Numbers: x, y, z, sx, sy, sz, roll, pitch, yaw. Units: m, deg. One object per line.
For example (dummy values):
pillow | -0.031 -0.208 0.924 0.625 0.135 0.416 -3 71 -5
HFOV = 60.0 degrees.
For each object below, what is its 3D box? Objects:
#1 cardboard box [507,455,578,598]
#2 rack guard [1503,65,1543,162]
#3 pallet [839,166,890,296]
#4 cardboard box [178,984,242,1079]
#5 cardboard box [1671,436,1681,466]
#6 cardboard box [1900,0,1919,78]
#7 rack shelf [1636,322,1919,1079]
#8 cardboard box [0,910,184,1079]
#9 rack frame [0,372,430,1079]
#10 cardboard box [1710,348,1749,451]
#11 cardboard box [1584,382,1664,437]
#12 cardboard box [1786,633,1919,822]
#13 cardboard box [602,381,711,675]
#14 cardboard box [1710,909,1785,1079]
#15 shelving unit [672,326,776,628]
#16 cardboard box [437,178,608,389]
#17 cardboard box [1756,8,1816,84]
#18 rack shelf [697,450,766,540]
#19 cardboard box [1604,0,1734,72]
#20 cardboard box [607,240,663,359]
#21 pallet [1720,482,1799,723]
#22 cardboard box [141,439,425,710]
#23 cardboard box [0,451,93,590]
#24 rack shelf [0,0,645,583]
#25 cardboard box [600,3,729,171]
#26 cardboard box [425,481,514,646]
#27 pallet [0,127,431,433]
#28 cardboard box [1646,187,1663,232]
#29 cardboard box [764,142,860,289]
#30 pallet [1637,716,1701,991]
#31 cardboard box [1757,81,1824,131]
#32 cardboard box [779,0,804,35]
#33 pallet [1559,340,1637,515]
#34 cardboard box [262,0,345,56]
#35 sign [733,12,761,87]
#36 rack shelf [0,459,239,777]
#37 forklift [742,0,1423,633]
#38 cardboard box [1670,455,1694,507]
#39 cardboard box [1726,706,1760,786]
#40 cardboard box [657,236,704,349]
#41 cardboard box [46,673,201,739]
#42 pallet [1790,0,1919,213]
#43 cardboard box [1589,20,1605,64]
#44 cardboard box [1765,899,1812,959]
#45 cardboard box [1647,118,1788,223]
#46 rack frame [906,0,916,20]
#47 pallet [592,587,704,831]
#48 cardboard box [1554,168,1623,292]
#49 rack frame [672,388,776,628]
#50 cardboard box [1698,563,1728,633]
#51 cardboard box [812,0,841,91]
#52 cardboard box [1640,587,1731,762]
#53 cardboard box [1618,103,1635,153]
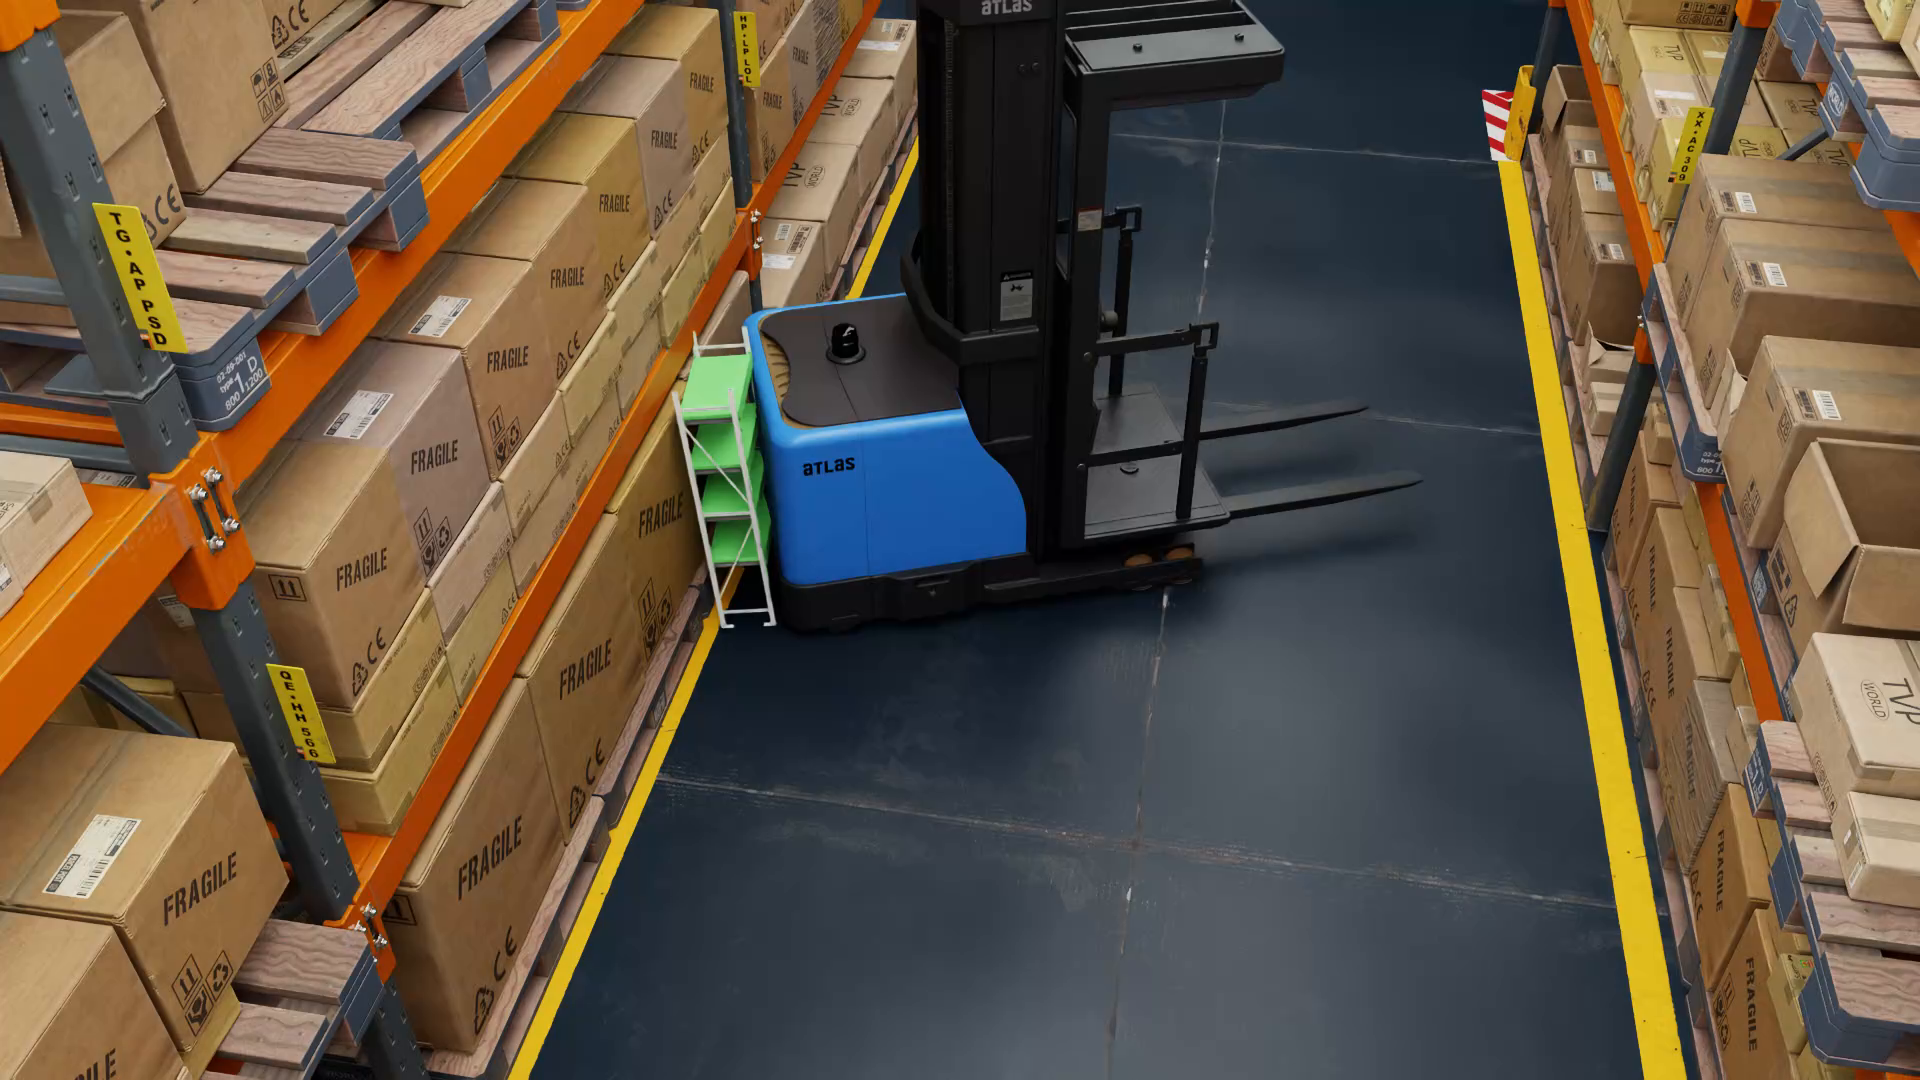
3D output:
cardboard box | -1.636 -0.088 5.620 0.500 0.250 0.500 8 40 9
rack guard | 4.124 -2.678 10.597 1.175 0.500 0.348 6 40 8
pallet | -1.027 -1.886 9.865 1.003 0.211 1.213 6 40 8
cardboard box | -1.937 1.129 3.898 0.380 0.149 0.250 7 40 8
cardboard box | 3.123 -0.378 6.743 0.380 0.149 0.250 5 40 6
cardboard box | 2.761 -1.328 4.437 0.380 0.149 0.250 7 40 9
rack shelf | 3.099 0.353 5.533 1.077 0.370 4.000 6 40 8
cardboard box | -2.020 1.113 3.408 0.500 0.500 0.500 6 40 7
rack frame | -2.137 0.786 4.445 1.000 3.000 0.127 6 40 8
cardboard box | 2.827 -0.460 5.728 0.396 0.266 0.258 8 40 10
cardboard box | 3.252 -0.624 8.059 0.380 0.149 0.250 5 40 6
cardboard box | 2.617 0.529 4.544 0.500 0.250 0.500 5 40 6
cardboard box | -1.621 -0.101 6.856 0.875 0.875 0.875 7 40 9
cardboard box | 2.711 1.531 5.177 0.500 0.500 0.500 6 40 7
shelving unit | -0.962 -0.252 7.075 0.258 1.200 0.503 -3 37 3
cardboard box | -1.539 -0.872 5.587 0.500 0.500 0.500 7 40 8
cardboard box | 3.965 -2.430 7.631 0.500 0.500 0.500 5 40 6
rack shelf | -0.957 -0.201 7.113 0.258 0.148 0.480 -3 37 3
cardboard box | 3.554 -2.533 8.344 0.500 0.250 0.500 5 40 7
cardboard box | -1.444 -0.915 6.228 0.500 0.250 0.500 7 40 9
pallet | 3.085 0.184 5.324 1.003 0.211 1.213 6 40 8
cardboard box | -1.810 0.080 4.436 0.500 0.500 0.500 5 40 6
cardboard box | -1.984 -0.052 3.302 0.380 0.149 0.250 6 40 8
rack shelf | -1.790 -1.348 5.236 1.077 0.370 4.000 6 40 8
cardboard box | -1.274 -1.840 6.758 0.500 0.500 0.500 8 40 9
cardboard box | -1.715 0.036 5.077 0.500 0.250 0.500 7 40 9
pallet | -2.077 -0.707 4.045 1.213 0.211 1.003 8 40 10
cardboard box | 3.275 -1.476 7.378 0.380 0.149 0.250 7 40 9
cardboard box | -1.076 -1.843 9.306 0.875 0.438 0.875 5 40 6
pallet | 3.133 1.178 6.159 1.003 0.211 1.213 6 40 8
cardboard box | 3.877 -1.832 7.497 0.500 0.250 0.500 6 40 7
cardboard box | -1.030 -2.736 7.842 0.500 0.500 0.500 6 40 7
pallet | 3.565 -0.535 8.232 1.003 0.211 1.213 6 40 8
cardboard box | -2.117 -1.708 4.700 0.500 0.500 0.500 7 40 8
sign | -0.908 -2.086 7.073 0.100 0.325 0.005 6 40 8
rack shelf | -2.483 1.163 2.200 1.077 0.370 4.000 6 40 8
forklift | 0.608 -1.221 6.927 3.031 2.935 1.130 -9 40 -10
cardboard box | 3.149 -0.249 6.821 0.380 0.149 0.250 5 40 6
cardboard box | 2.846 0.716 5.653 0.380 0.149 0.250 5 40 6
cardboard box | -1.363 -1.037 6.768 0.500 0.250 0.500 6 40 7
cardboard box | -2.303 0.319 4.735 0.500 0.250 0.500 6 40 8
pallet | 3.087 -1.210 4.653 1.213 0.211 1.003 6 40 8
cardboard box | 3.538 -2.614 8.754 0.380 0.149 0.250 5 40 6
cardboard box | 2.695 1.210 5.056 0.380 0.149 0.250 5 40 6
cardboard box | 3.293 -1.582 7.194 0.500 0.250 0.500 7 40 9
rack frame | -0.752 -4.234 10.517 1.000 3.000 0.127 6 40 8
pallet | -1.712 0.611 6.845 1.003 0.211 1.213 6 40 8
cardboard box | 3.562 -1.662 9.038 0.500 0.500 0.500 7 40 8
rack frame | -0.965 -0.106 6.880 0.240 1.200 0.015 -3 37 3
cardboard box | 3.002 0.239 6.230 0.380 0.149 0.250 6 40 8
cardboard box | -0.922 -2.655 8.529 0.500 0.500 0.500 7 40 8
cardboard box | 2.967 0.549 6.364 0.500 0.500 0.500 5 40 6
cardboard box | 3.385 -1.967 7.972 0.380 0.149 0.250 6 40 7
